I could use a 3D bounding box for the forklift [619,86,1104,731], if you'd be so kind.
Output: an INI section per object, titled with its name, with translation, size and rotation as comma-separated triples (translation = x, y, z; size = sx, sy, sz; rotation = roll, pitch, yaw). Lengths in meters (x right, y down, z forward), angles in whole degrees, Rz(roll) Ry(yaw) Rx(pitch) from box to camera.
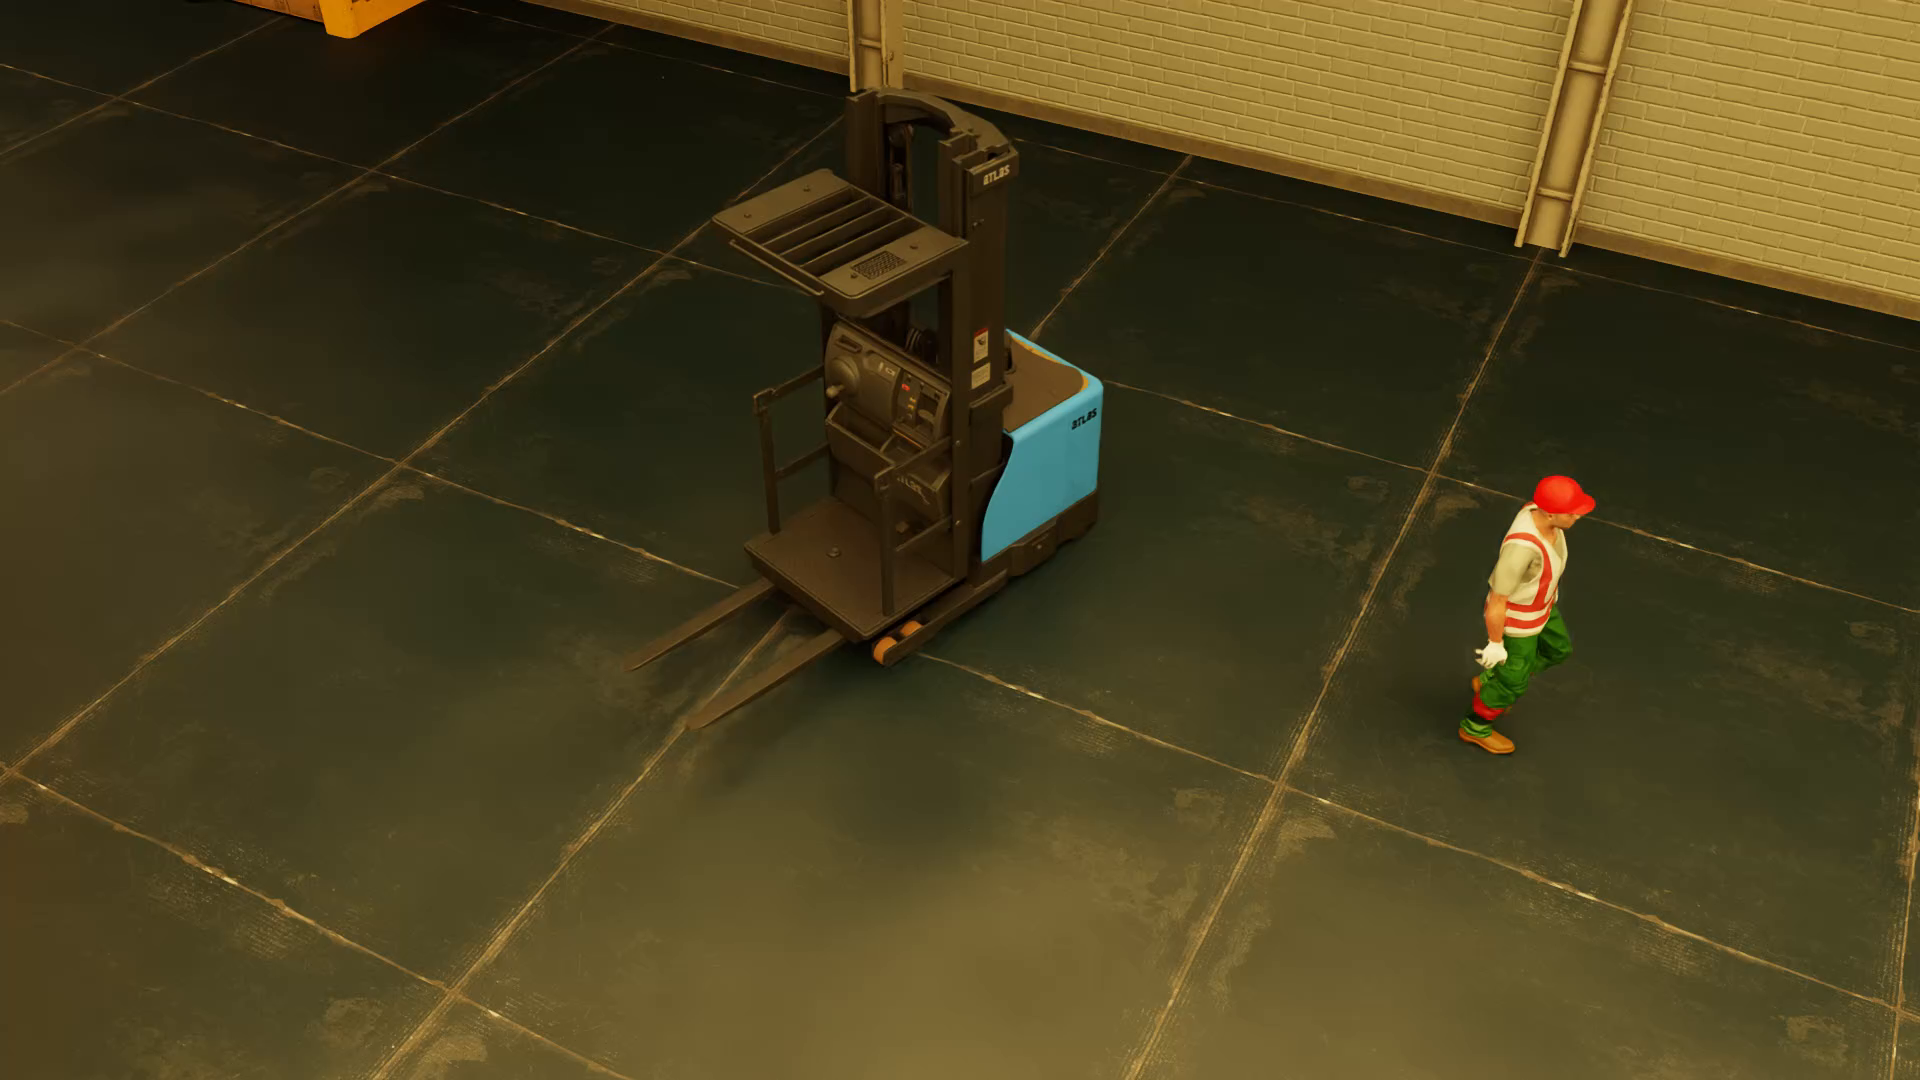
[forklift]
translation = -0.551, -0.784, 8.917
size = 3.031, 2.935, 1.130
rotation = -32, 50, -32

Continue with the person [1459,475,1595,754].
[person]
translation = 2.903, 0.386, 8.433
size = 0.462, 1.767, 0.704
rotation = 19, 44, 22
